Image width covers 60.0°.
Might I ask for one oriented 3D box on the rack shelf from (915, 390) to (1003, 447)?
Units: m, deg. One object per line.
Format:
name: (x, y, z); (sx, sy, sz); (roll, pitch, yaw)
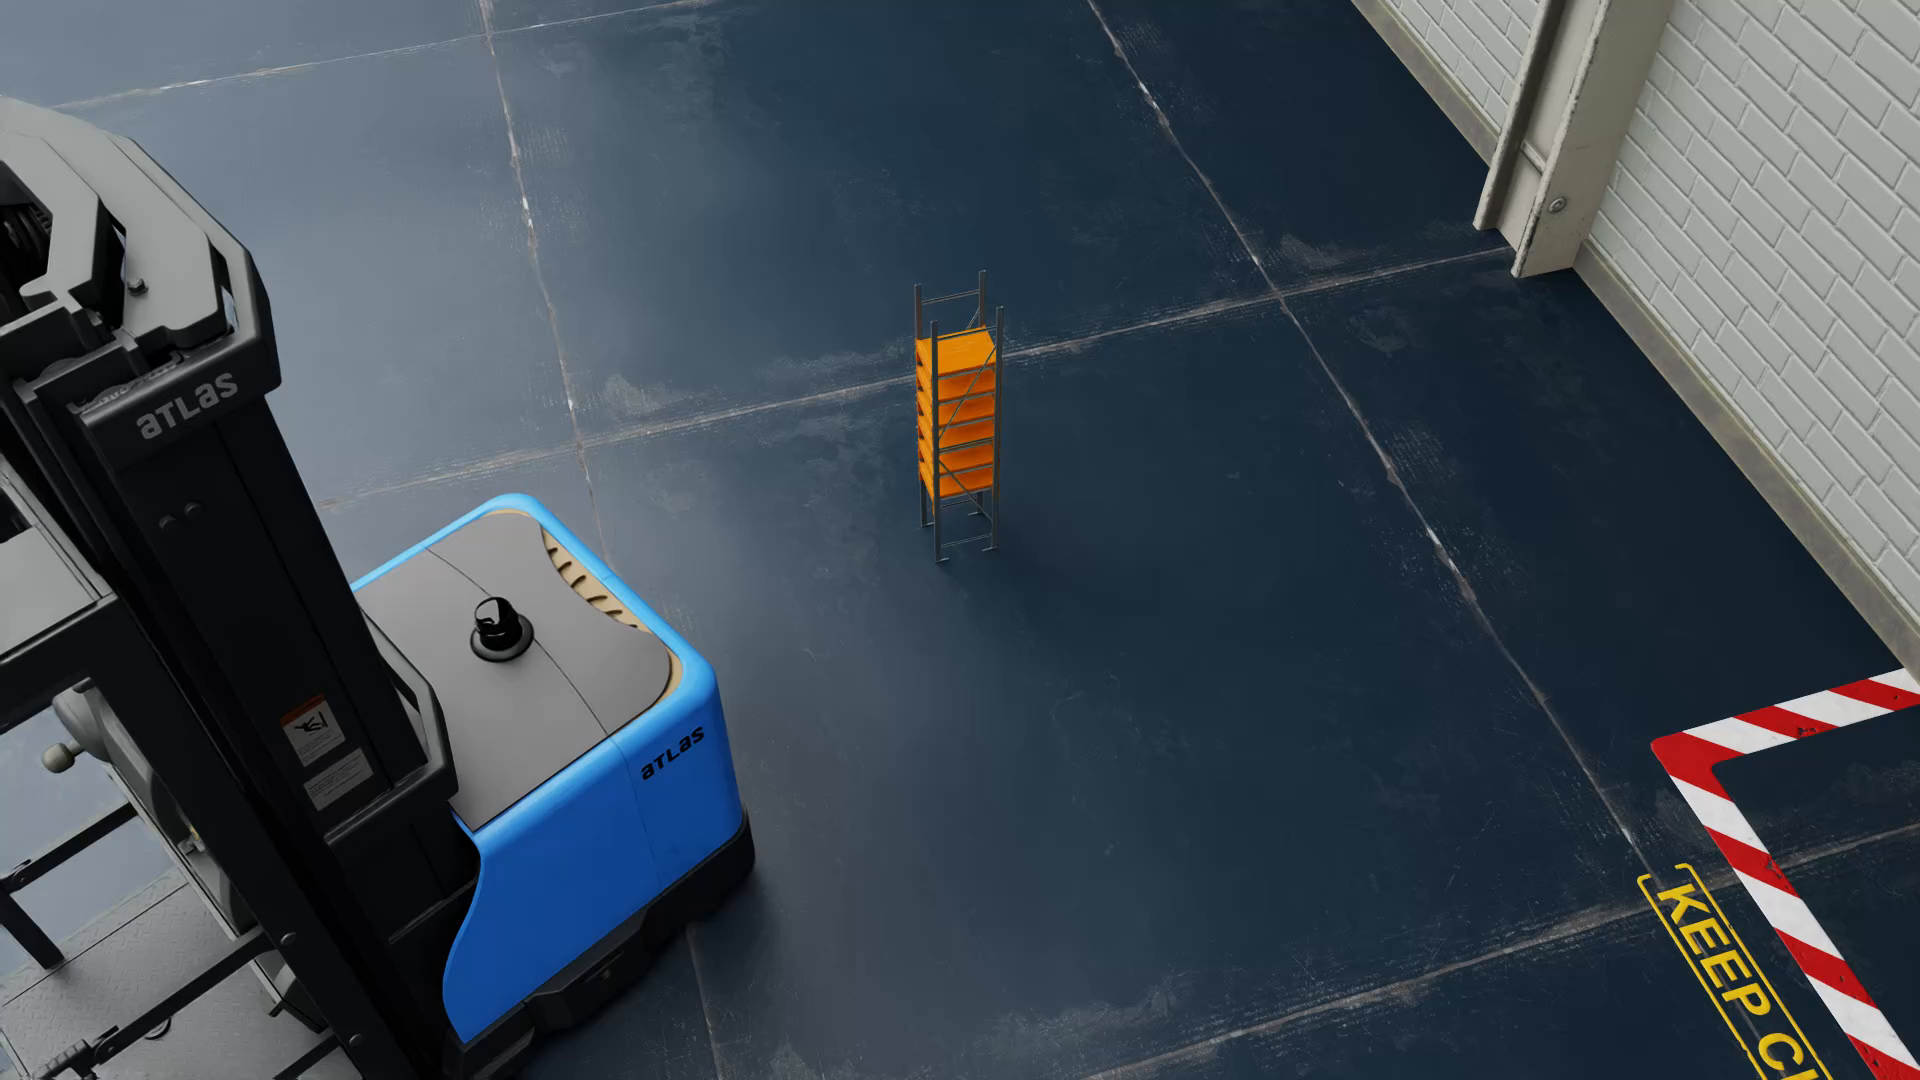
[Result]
rack shelf: (-0.004, -0.446, 5.742); (0.258, 0.103, 0.180); (-13, 51, -11)

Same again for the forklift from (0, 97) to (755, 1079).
forklift: (-2.068, 0.625, 3.806); (3.031, 2.935, 1.130); (-36, 59, -26)

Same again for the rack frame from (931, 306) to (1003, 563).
rack frame: (0.023, -0.330, 5.744); (0.240, 1.200, 0.006); (-13, 51, -11)

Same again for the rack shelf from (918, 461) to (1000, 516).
rack shelf: (-0.004, -0.214, 6.018); (0.258, 0.103, 0.180); (-13, 51, -11)

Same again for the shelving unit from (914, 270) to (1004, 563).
shelving unit: (-0.004, -0.397, 5.800); (0.258, 1.200, 0.189); (-13, 51, -11)

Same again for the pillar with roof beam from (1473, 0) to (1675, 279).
pillar with roof beam: (-1.613, -3.238, 3.094); (9.100, 9.000, 0.400); (-13, 51, -11)

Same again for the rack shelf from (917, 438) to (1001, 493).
rack shelf: (-0.004, -0.291, 5.926); (0.258, 0.103, 0.180); (-13, 51, -11)

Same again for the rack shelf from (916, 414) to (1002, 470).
rack shelf: (-0.004, -0.369, 5.834); (0.258, 0.103, 0.180); (-13, 51, -11)

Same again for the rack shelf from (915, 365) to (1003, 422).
rack shelf: (-0.004, -0.523, 5.651); (0.258, 0.103, 0.180); (-13, 51, -11)

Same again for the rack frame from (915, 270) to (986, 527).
rack frame: (-0.031, -0.464, 5.857); (0.240, 1.200, 0.006); (-13, 51, -11)

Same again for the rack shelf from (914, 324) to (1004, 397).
rack shelf: (-0.004, -0.601, 5.559); (0.258, 0.103, 0.180); (-13, 51, -11)
